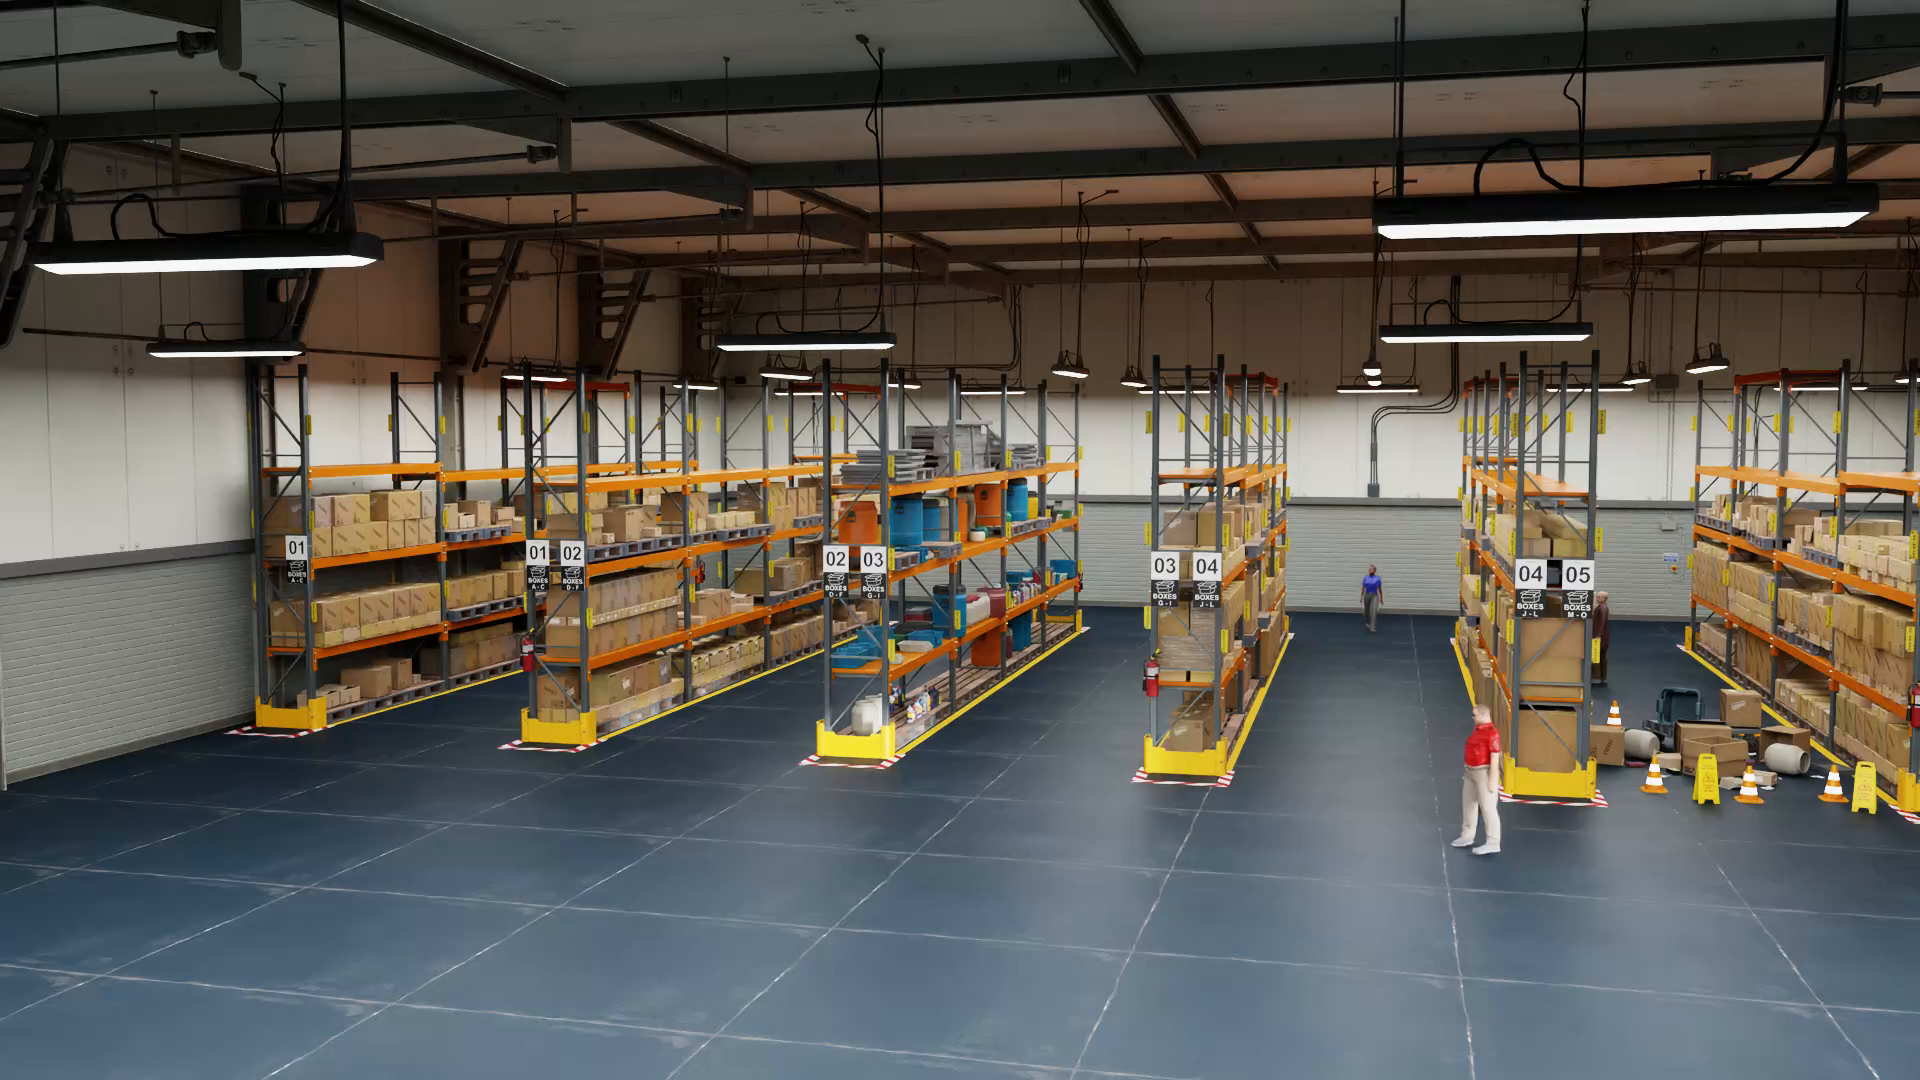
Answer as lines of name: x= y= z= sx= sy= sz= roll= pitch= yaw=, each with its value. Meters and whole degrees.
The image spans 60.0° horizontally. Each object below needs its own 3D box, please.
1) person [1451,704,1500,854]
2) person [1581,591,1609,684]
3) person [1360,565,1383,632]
person: x=6.085 y=2.786 z=19.595 sx=0.454 sy=1.726 sz=0.598 roll=-1 pitch=4 yaw=-17
person: x=12.410 y=1.889 z=32.328 sx=0.435 sy=1.786 sz=0.674 roll=3 pitch=5 yaw=39
person: x=10.009 y=1.411 z=40.388 sx=0.528 sy=1.613 sz=0.928 roll=1 pitch=4 yaw=19
